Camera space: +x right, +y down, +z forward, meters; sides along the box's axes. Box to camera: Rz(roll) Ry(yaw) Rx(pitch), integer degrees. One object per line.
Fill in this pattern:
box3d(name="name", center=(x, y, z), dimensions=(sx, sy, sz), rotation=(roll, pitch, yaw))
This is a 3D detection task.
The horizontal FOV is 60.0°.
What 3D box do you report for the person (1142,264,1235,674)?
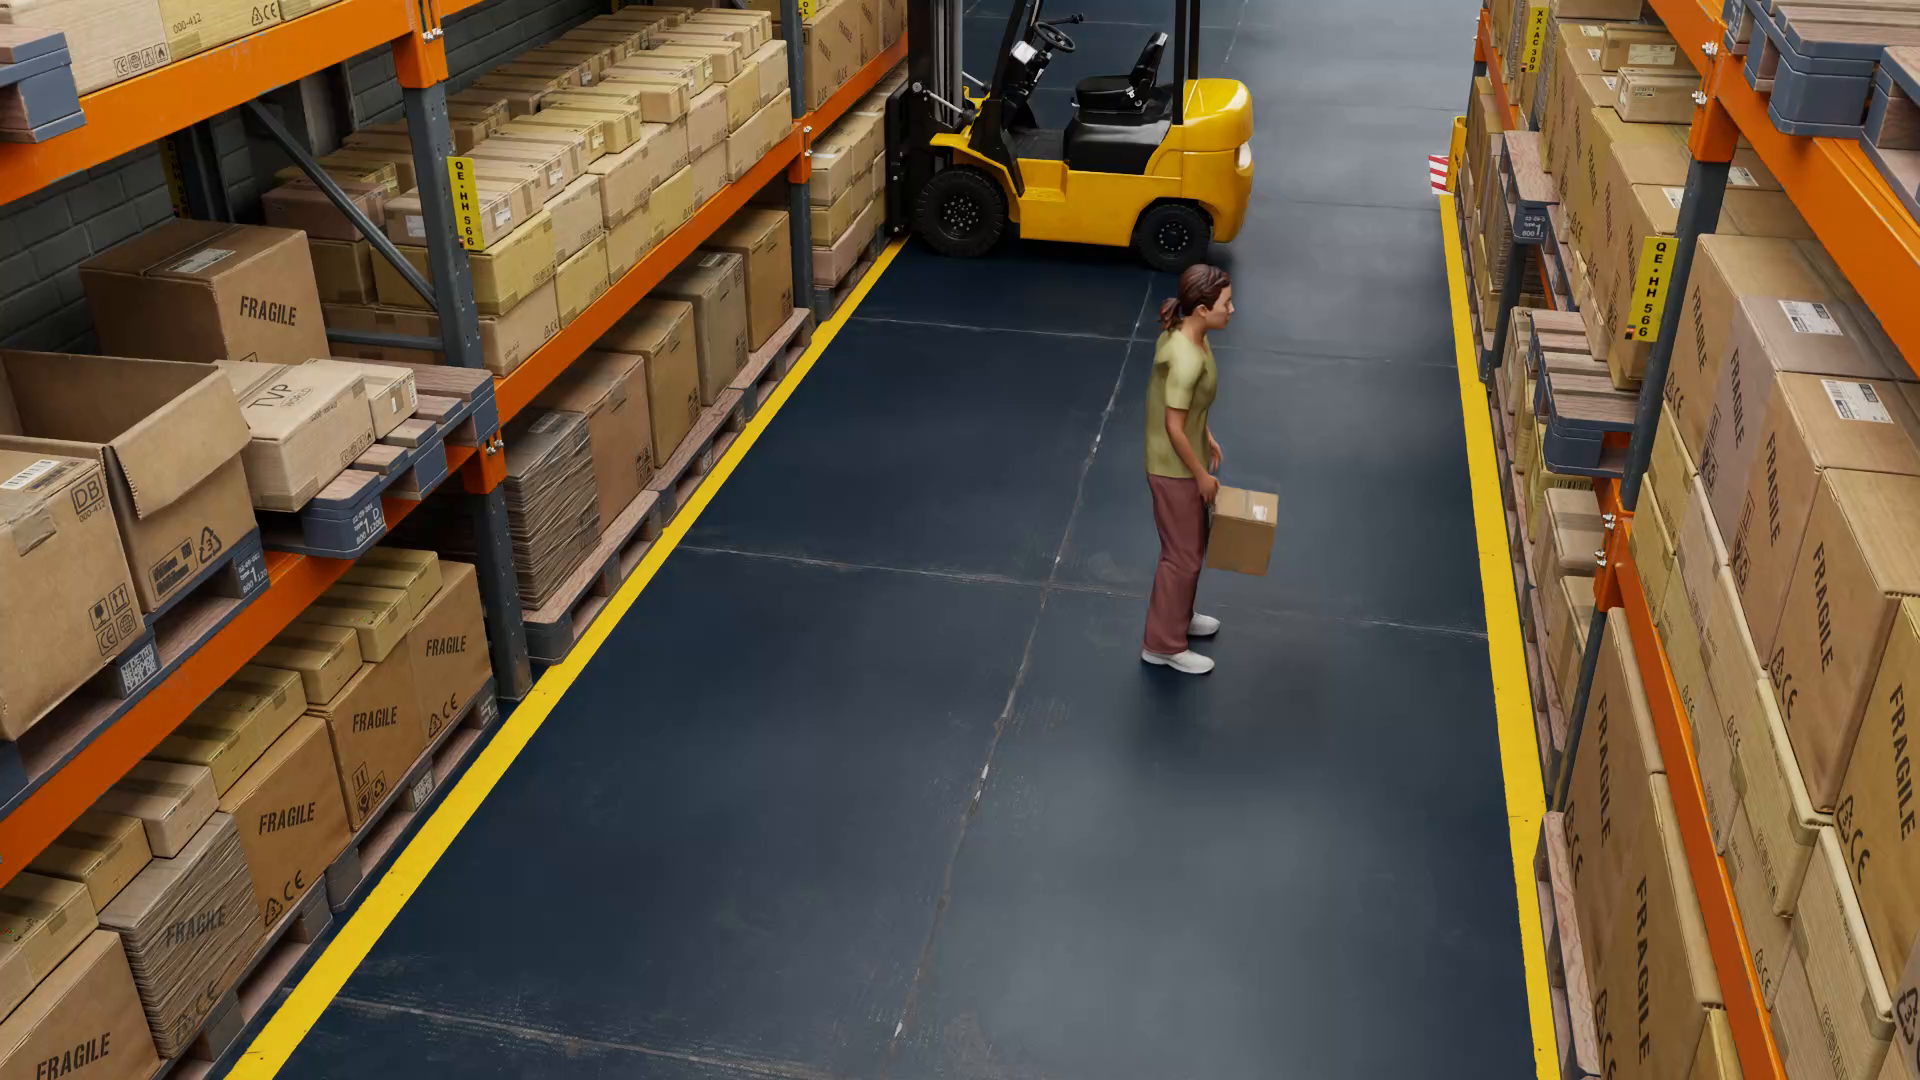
box3d(name="person", center=(0.912, -0.296, 6.659), dimensions=(0.363, 1.676, 0.480), rotation=(5, 29, 9))
